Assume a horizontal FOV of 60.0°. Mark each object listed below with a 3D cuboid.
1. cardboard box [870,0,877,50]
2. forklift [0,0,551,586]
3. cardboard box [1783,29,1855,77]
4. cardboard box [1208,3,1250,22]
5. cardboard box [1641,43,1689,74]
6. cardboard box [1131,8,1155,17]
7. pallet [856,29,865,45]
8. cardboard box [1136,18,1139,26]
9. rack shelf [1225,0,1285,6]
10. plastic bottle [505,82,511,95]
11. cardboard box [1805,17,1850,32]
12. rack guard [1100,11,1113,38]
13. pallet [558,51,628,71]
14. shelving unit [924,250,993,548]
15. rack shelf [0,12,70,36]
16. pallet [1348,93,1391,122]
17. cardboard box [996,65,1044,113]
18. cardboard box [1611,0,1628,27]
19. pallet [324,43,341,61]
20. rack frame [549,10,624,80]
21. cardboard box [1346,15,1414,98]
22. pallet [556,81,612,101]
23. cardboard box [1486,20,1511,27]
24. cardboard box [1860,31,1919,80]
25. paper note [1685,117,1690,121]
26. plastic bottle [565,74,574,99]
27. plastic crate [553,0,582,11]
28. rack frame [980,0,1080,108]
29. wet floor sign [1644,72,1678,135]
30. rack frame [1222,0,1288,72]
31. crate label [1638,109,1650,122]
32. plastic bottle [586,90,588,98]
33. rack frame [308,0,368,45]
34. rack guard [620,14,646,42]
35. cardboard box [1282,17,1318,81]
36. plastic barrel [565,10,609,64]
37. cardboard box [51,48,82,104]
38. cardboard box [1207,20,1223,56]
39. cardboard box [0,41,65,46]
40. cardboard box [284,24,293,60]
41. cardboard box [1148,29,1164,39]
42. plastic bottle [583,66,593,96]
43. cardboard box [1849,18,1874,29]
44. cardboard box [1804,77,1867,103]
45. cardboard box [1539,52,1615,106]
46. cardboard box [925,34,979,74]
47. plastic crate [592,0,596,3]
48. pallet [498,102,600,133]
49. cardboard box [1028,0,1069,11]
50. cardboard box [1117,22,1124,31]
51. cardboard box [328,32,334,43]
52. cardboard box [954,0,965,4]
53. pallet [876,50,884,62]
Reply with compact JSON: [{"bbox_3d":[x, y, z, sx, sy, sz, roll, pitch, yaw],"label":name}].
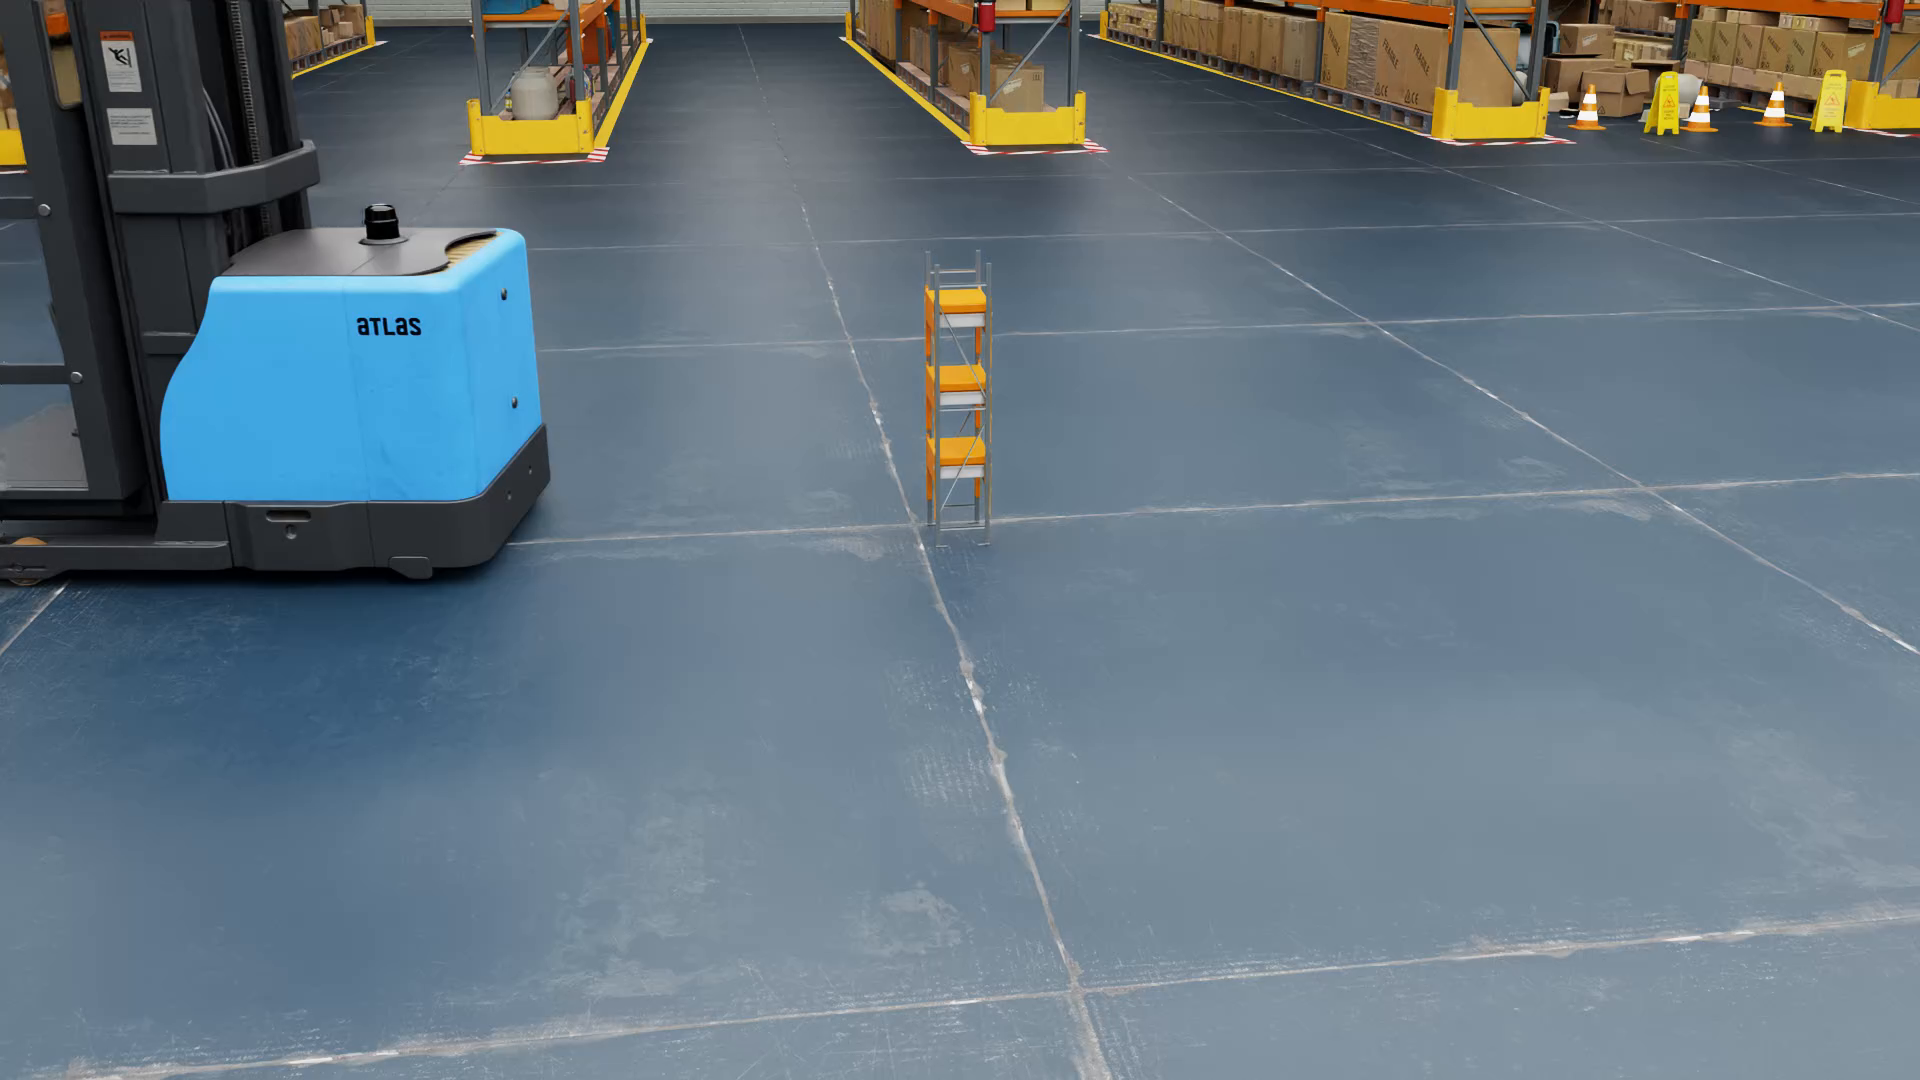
[{"bbox_3d":[-0.781,-8.334,26.678,1.225,0.875,0.875,-4,21,-10],"label":"cardboard box"},{"bbox_3d":[-3.155,-1.398,5.769,3.031,2.935,1.130,0,20,1],"label":"forklift"},{"bbox_3d":[10.061,-5.712,19.480,0.500,0.500,0.500,-2,21,-6],"label":"cardboard box"},{"bbox_3d":[4.119,-8.093,25.498,0.500,0.250,0.500,-3,21,-9],"label":"cardboard box"},{"bbox_3d":[9.859,-6.539,22.593,0.950,0.372,0.625,-3,21,-7],"label":"cardboard box"},{"bbox_3d":[3.330,-9.575,30.190,0.380,0.149,0.250,-4,21,-10],"label":"cardboard box"},{"bbox_3d":[-1.407,-9.468,31.264,1.003,0.211,1.213,-3,21,-8],"label":"pallet"},{"bbox_3d":[3.419,-9.429,30.223,0.380,0.149,0.250,-4,21,-10],"label":"cardboard box"},{"bbox_3d":[4.188,-8.848,26.646,1.077,0.370,4.000,-3,21,-8],"label":"rack shelf"},{"bbox_3d":[-4.928,-4.844,18.153,0.061,0.283,0.133,-2,21,-6],"label":"plastic bottle"},{"bbox_3d":[10.021,-5.959,19.214,0.380,0.149,0.250,-2,21,-6],"label":"cardboard box"},{"bbox_3d":[3.334,-10.065,32.450,1.175,0.500,0.348,-3,21,-8],"label":"rack guard"},{"bbox_3d":[-5.675,-7.413,25.763,1.003,0.211,1.213,-3,21,-8],"label":"pallet"},{"bbox_3d":[-0.008,-0.510,6.082,0.215,1.050,0.252,-3,21,-8],"label":"shelving unit"},{"bbox_3d":[-9.385,-5.364,17.320,1.077,0.370,4.000,-3,21,-8],"label":"rack shelf"},{"bbox_3d":[5.265,-5.111,19.598,1.003,0.211,1.213,-3,21,-8],"label":"pallet"},{"bbox_3d":[0.634,-4.750,17.619,0.500,0.500,0.500,1,20,2],"label":"cardboard box"},{"bbox_3d":[13.198,-10.310,32.505,0.700,0.500,0.500,-2,21,-6],"label":"cardboard box"},{"bbox_3d":[-10.924,-8.095,27.589,1.003,0.211,1.213,-3,21,-8],"label":"pallet"},{"bbox_3d":[-5.347,-8.027,23.422,1.000,3.000,0.127,-3,21,-8],"label":"rack frame"},{"bbox_3d":[5.208,-5.776,19.829,0.875,0.875,0.875,-3,21,-7],"label":"cardboard box"},{"bbox_3d":[-4.922,-5.606,20.924,1.003,0.211,1.213,-3,21,-8],"label":"pallet"},{"bbox_3d":[9.219,-8.531,27.206,0.875,0.875,0.875,-3,21,-7],"label":"cardboard box"},{"bbox_3d":[10.667,-5.568,19.096,0.500,0.500,0.500,-4,21,-10],"label":"cardboard box"},{"bbox_3d":[8.407,-4.843,19.140,0.148,0.019,0.142,-11,23,-26],"label":"paper note"},{"bbox_3d":[-4.508,-5.282,19.334,0.152,0.276,0.135,-3,21,-8],"label":"plastic bottle"},{"bbox_3d":[-4.005,-5.460,16.925,0.298,0.136,0.250,-3,21,-8],"label":"plastic crate"},{"bbox_3d":[0.707,-5.507,16.674,1.000,3.000,0.127,-3,21,-8],"label":"rack frame"},{"bbox_3d":[7.593,-4.709,17.903,0.267,0.644,0.232,-7,21,-17],"label":"wet floor sign"},{"bbox_3d":[4.477,-8.492,24.667,1.000,3.000,0.127,-3,21,-8],"label":"rack frame"},{"bbox_3d":[7.951,-4.845,18.993,0.250,0.136,0.298,-15,25,-35],"label":"crate label"},{"bbox_3d":[-4.225,-4.984,18.643,0.097,0.201,0.097,0,20,0],"label":"plastic bottle"},{"bbox_3d":[-11.403,-10.549,30.172,1.000,3.000,0.127,-3,21,-8],"label":"rack frame"},{"bbox_3d":[-6.517,-9.634,31.296,1.175,0.500,0.348,-3,21,-8],"label":"rack guard"},{"bbox_3d":[4.875,-6.461,21.842,1.050,0.750,0.750,-3,21,-8],"label":"cardboard box"},{"bbox_3d":[-5.435,-7.376,24.179,0.600,0.830,0.708,-3,21,-8],"label":"plastic barrel"},{"bbox_3d":[-9.028,-4.639,16.607,0.500,0.500,0.500,-3,21,-8],"label":"cardboard box"},{"bbox_3d":[4.123,-7.733,25.605,0.500,0.500,0.500,-3,21,-8],"label":"cardboard box"},{"bbox_3d":[-9.698,-4.958,17.462,0.500,0.500,0.500,-3,21,-8],"label":"cardboard box"},{"bbox_3d":[-10.181,-7.341,24.527,0.500,0.500,0.500,-3,21,-8],"label":"cardboard box"},{"bbox_3d":[3.506,-8.857,29.117,0.380,0.149,0.250,-3,21,-7],"label":"cardboard box"},{"bbox_3d":[-4.365,-5.333,19.364,0.144,0.351,0.185,-4,21,-10],"label":"plastic bottle"},{"bbox_3d":[14.348,-7.896,25.864,0.875,0.625,0.625,-2,21,-6],"label":"cardboard box"},{"bbox_3d":[10.127,-5.190,19.156,0.500,0.250,0.500,-3,21,-8],"label":"cardboard box"},{"bbox_3d":[7.612,-5.705,20.578,0.797,0.637,0.503,-3,21,-8],"label":"cardboard box"},{"bbox_3d":[-0.068,-6.501,22.278,0.700,0.500,0.500,-5,21,-12],"label":"cardboard box"},{"bbox_3d":[-4.343,-6.203,18.750,0.499,0.251,0.616,-3,21,-8],"label":"plastic crate"},{"bbox_3d":[-4.536,-4.678,18.440,1.003,0.211,1.213,-3,21,-8],"label":"pallet"},{"bbox_3d":[0.902,-5.500,17.015,0.380,0.149,0.250,-3,21,-8],"label":"cardboard box"},{"bbox_3d":[3.172,-9.660,31.266,0.380,0.149,0.250,-3,21,-7],"label":"cardboard box"},{"bbox_3d":[-10.807,-8.498,28.102,0.380,0.166,0.250,-3,21,-8],"label":"cardboard box"},{"bbox_3d":[0.141,-5.992,18.331,0.380,0.149,0.250,-3,21,-8],"label":"cardboard box"},{"bbox_3d":[-0.837,-8.092,27.581,1.003,0.211,1.213,-3,21,-8],"label":"pallet"}]
